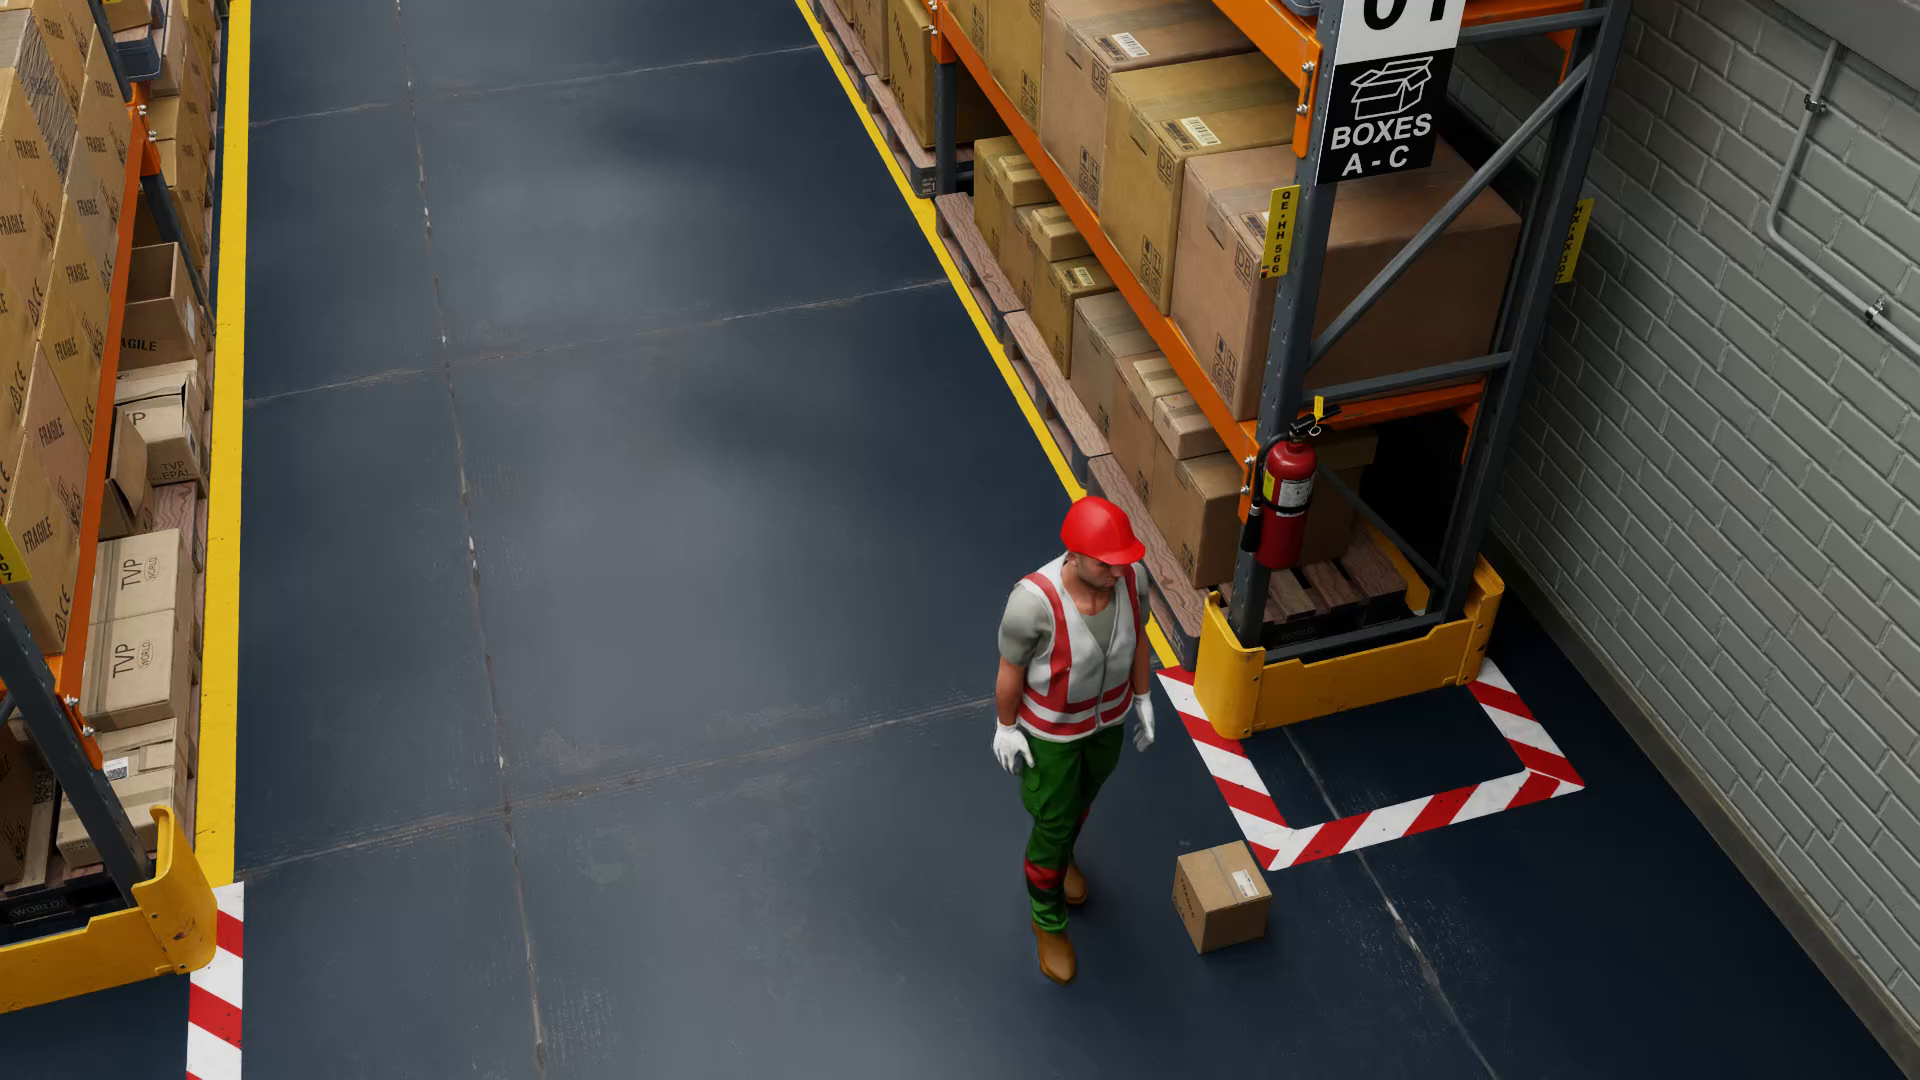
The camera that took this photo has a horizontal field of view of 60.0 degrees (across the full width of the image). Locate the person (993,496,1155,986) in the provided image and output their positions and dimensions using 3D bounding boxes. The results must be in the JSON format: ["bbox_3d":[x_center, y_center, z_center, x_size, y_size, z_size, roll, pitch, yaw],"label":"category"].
[{"bbox_3d":[0.427,0.639,5.421,0.560,1.799,0.558,-22,46,-22],"label":"person"}]
